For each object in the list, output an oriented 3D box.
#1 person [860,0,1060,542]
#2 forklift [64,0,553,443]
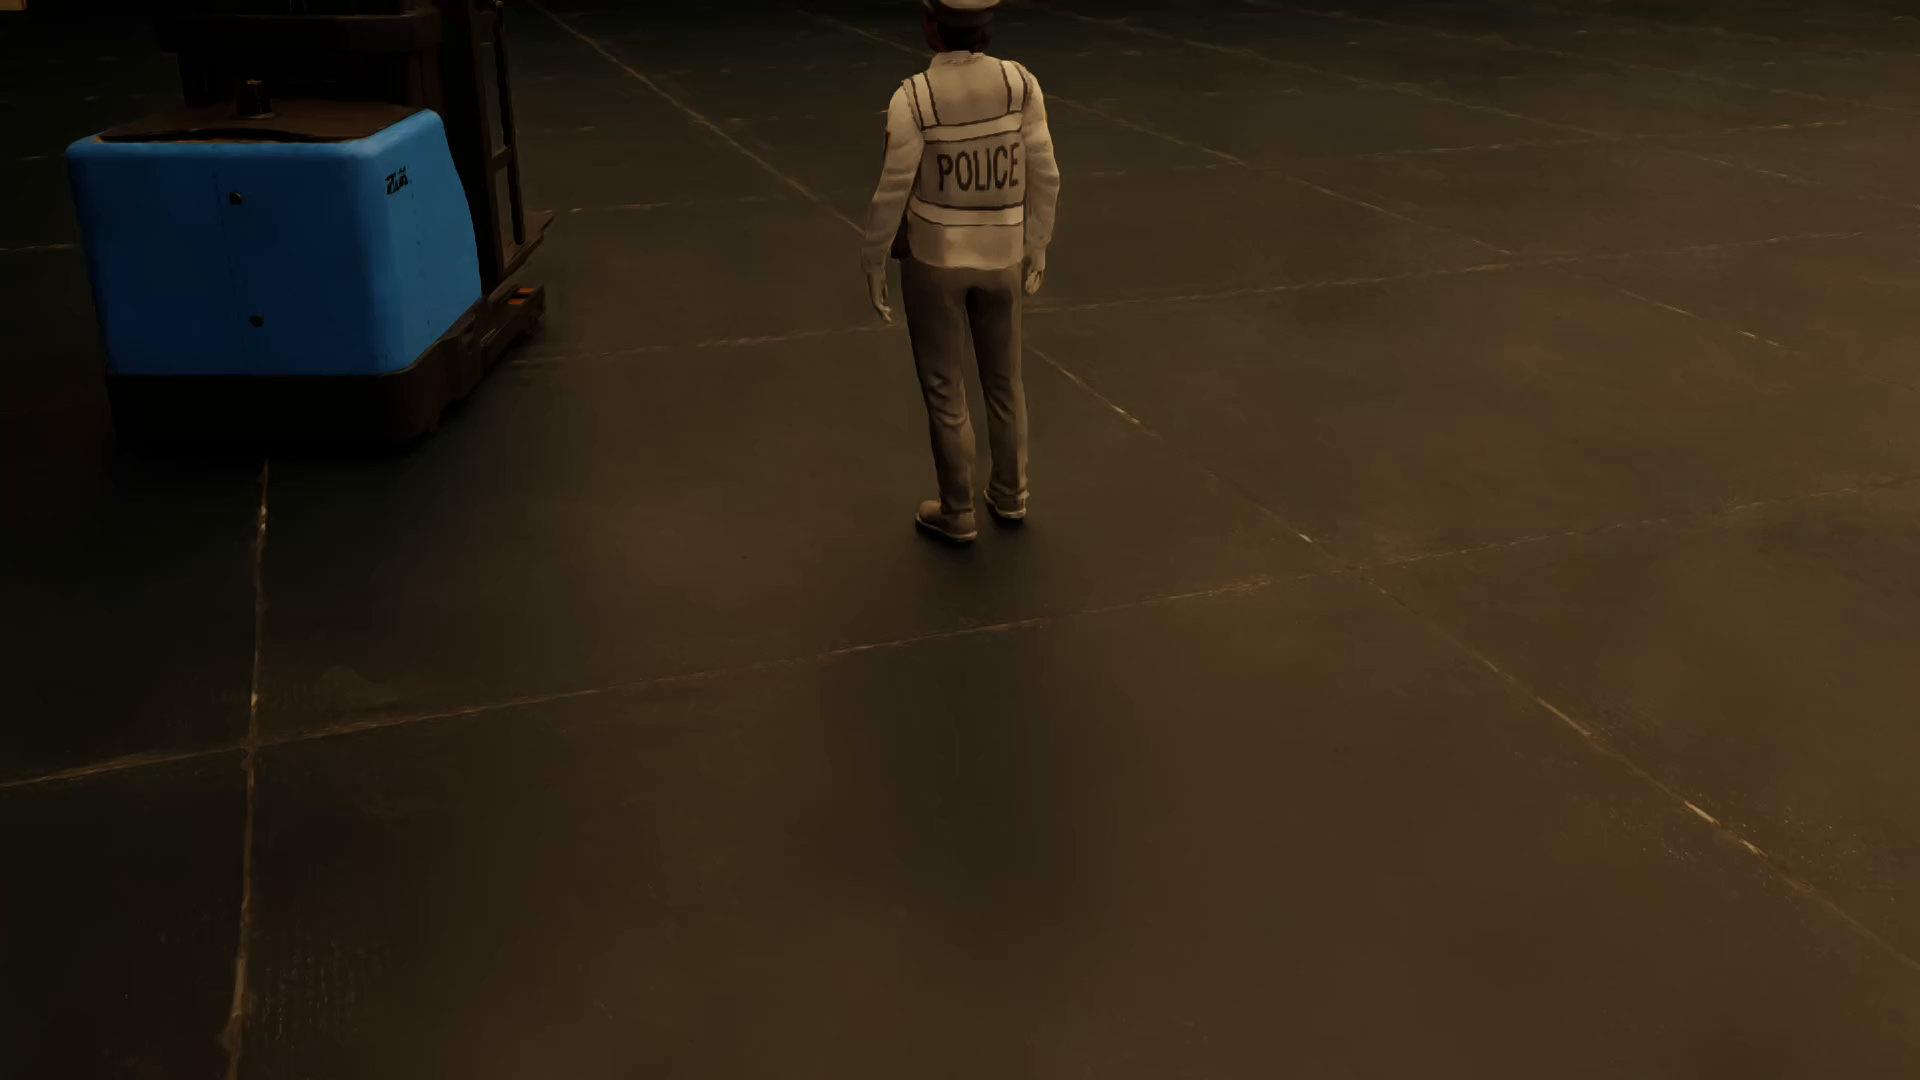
[{"bbox_3d":[-0.017,-0.814,4.809,0.586,1.695,0.533,-8,24,-18],"label":"person"},{"bbox_3d":[-2.399,-2.204,6.540,1.130,2.935,3.031,0,23,0],"label":"forklift"}]
